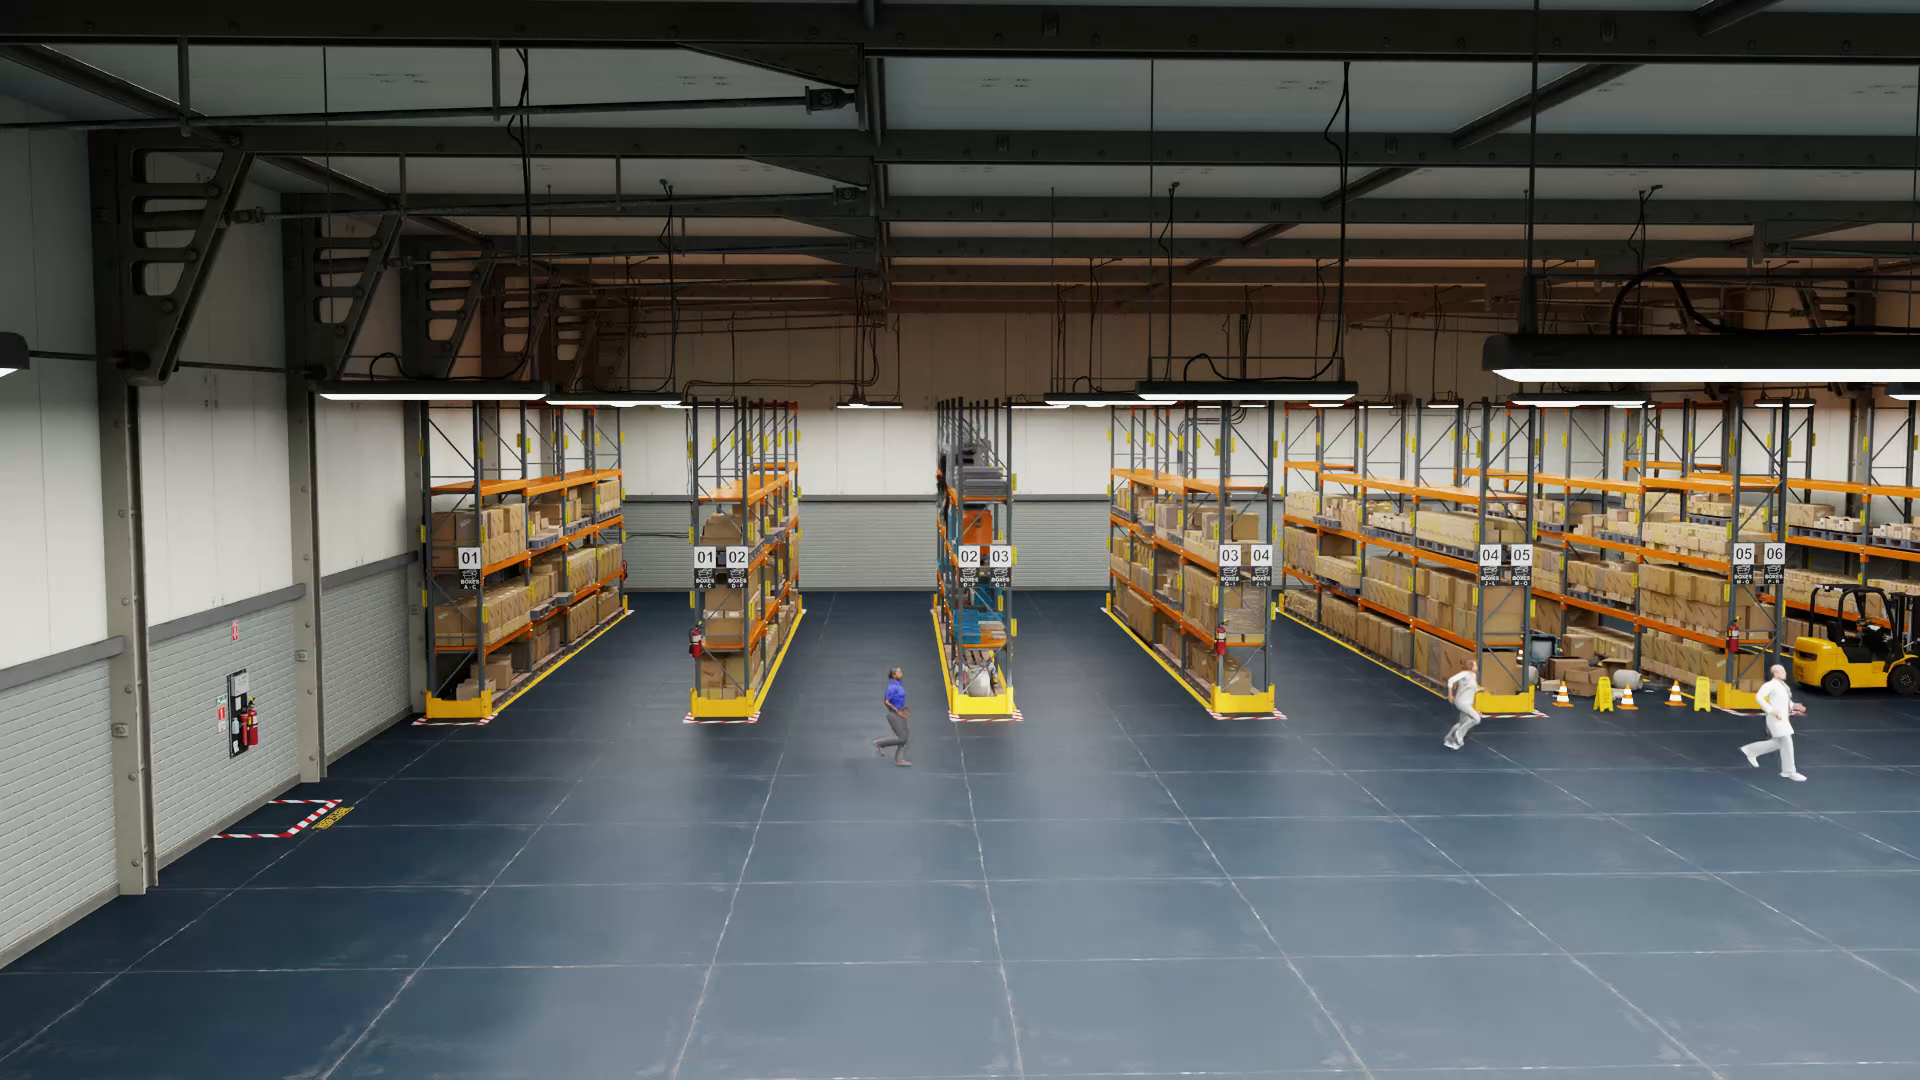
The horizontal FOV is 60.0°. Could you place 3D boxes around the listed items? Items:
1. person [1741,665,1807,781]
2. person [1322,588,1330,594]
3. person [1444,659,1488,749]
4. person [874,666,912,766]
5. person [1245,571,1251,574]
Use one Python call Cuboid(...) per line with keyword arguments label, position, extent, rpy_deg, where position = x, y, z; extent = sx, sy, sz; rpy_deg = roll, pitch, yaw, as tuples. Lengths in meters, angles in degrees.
Cuboid(label="person", position=(12.758, 2.836, 26.042), extent=(0.987, 1.782, 0.710), rpy_deg=(4, 6, 40))
Cuboid(label="person", position=(10.592, 1.086, 48.661), extent=(0.684, 1.717, 0.713), rpy_deg=(4, 6, 42))
Cuboid(label="person", position=(8.523, 2.783, 28.005), extent=(0.703, 1.524, 0.567), rpy_deg=(4, 6, 39))
Cuboid(label="person", position=(-1.052, 2.847, 26.912), extent=(0.569, 1.618, 0.575), rpy_deg=(1, 5, 13))
Cuboid(label="person", position=(8.105, 1.352, 45.671), extent=(0.668, 1.757, 0.811), rpy_deg=(0, 4, 3))
